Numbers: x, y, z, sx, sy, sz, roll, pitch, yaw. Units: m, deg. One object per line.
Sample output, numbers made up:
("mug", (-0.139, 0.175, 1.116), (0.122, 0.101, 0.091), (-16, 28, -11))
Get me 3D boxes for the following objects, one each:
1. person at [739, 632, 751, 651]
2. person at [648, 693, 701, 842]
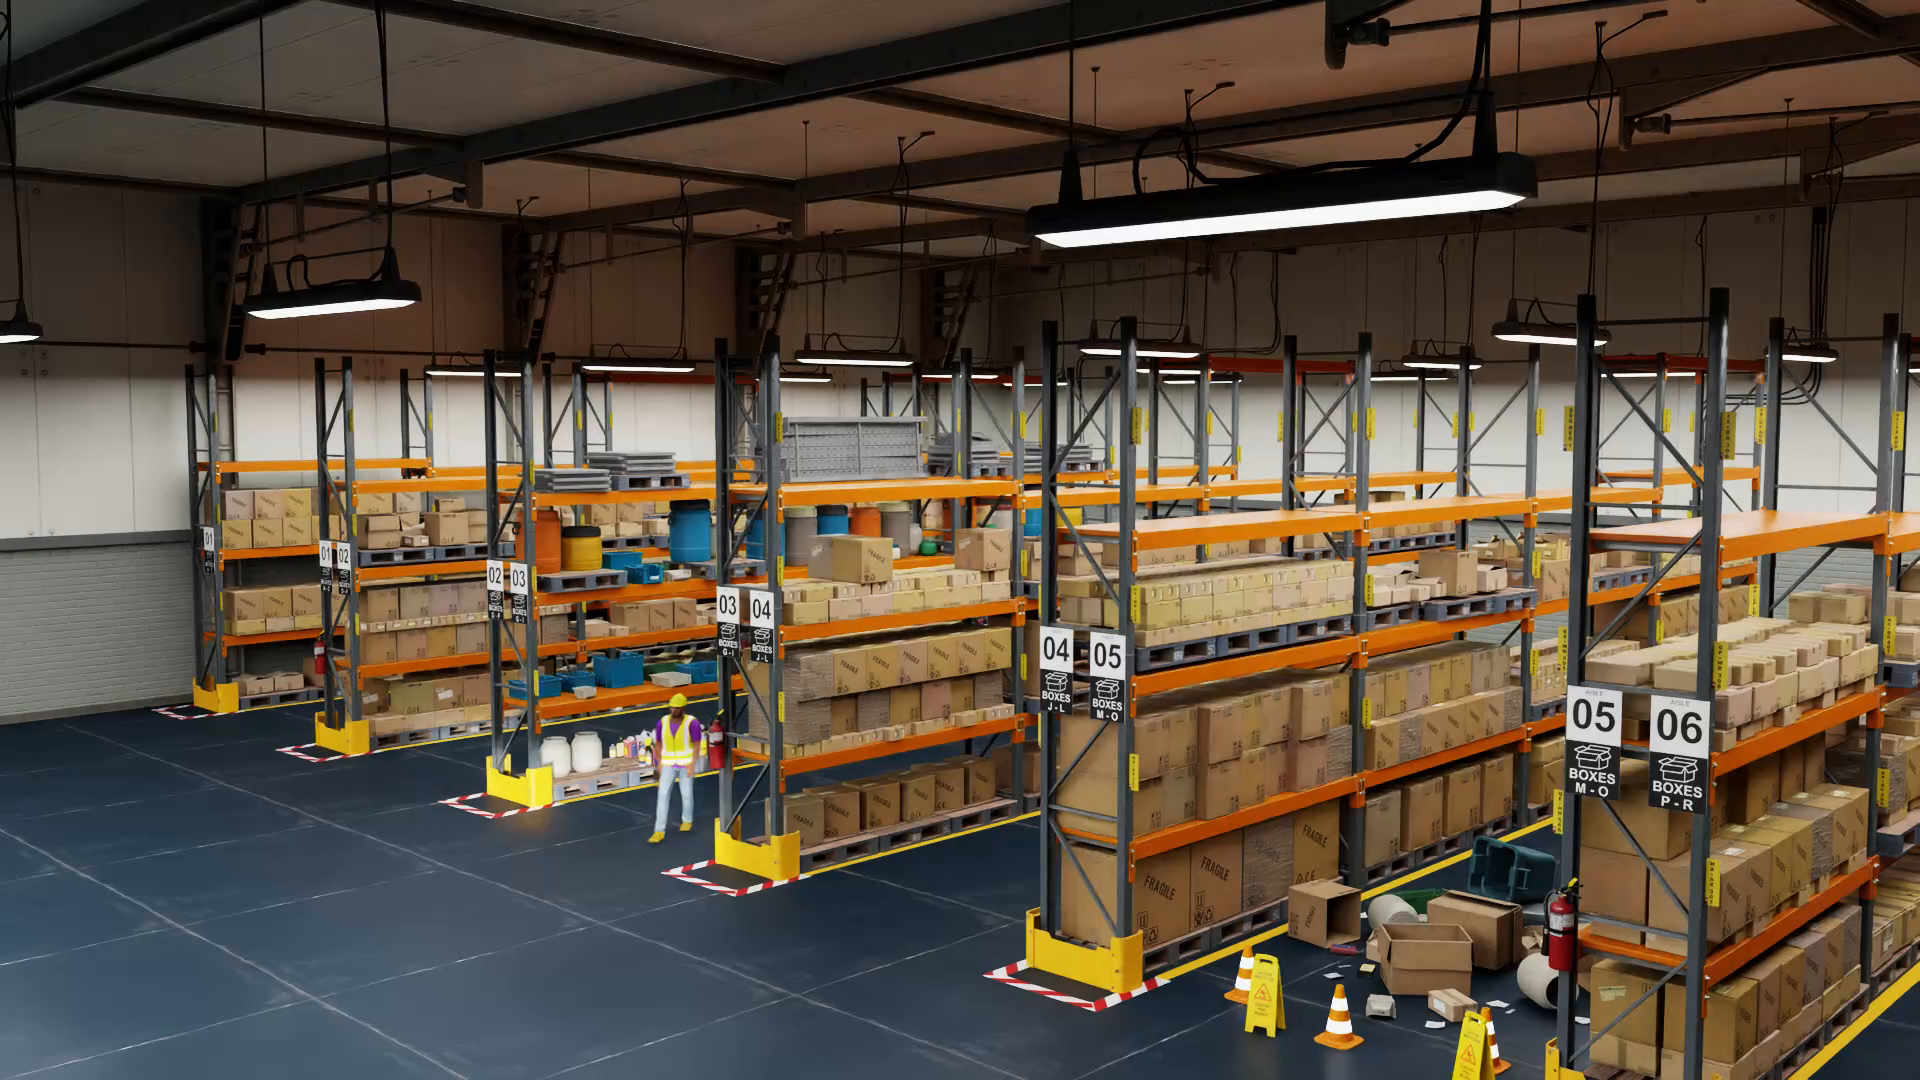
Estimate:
("person", (-4.571, 1.624, 34.848), (0.529, 1.727, 1.094), (4, 6, 41))
("person", (-3.441, 2.732, 20.180), (0.588, 1.727, 0.883), (0, 4, 0))
